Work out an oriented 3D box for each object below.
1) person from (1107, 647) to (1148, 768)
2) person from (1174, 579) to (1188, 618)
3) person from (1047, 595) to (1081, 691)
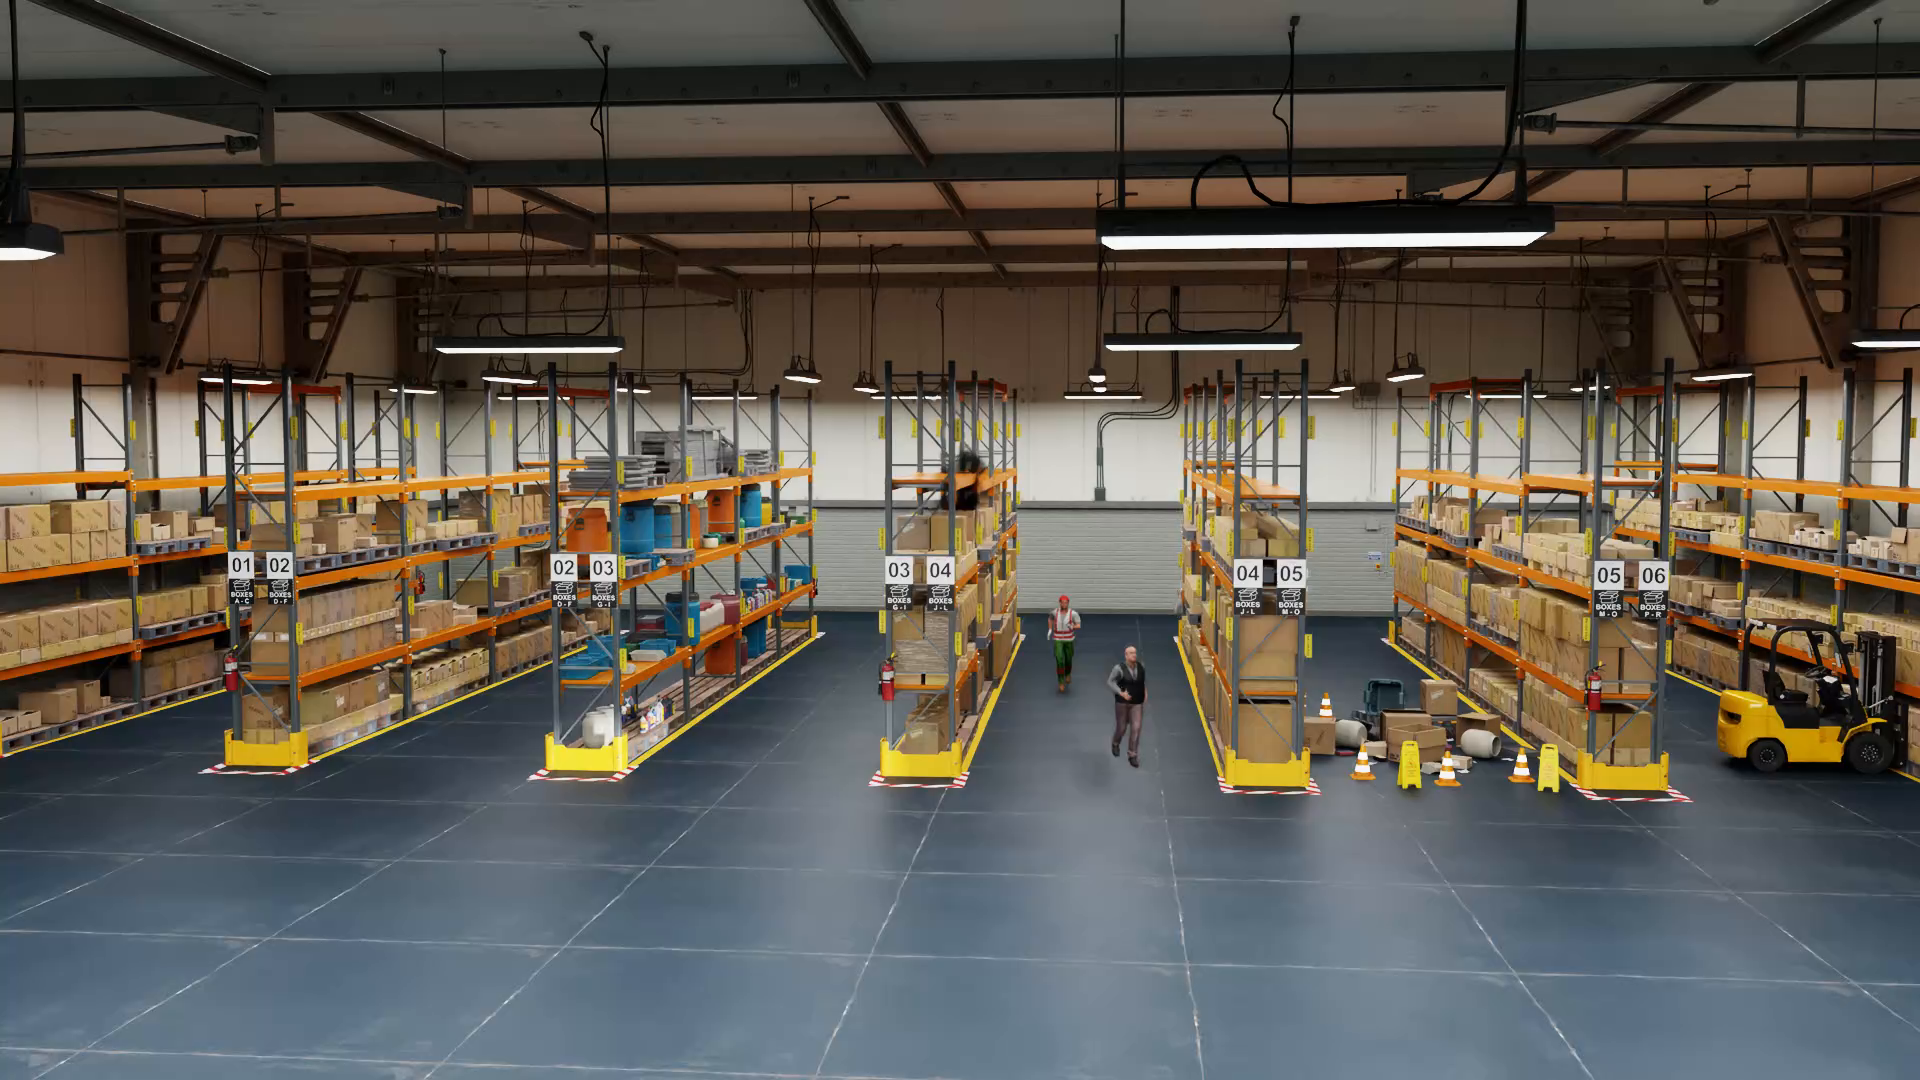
[{"bbox_3d":[2.481,2.415,24.483,0.682,1.716,0.953,-1,4,-17],"label":"person"},{"bbox_3d":[5.589,1.430,41.165,0.587,1.722,0.695,-2,4,-26],"label":"person"},{"bbox_3d":[2.018,1.955,32.218,0.660,1.791,0.983,0,4,5],"label":"person"}]
